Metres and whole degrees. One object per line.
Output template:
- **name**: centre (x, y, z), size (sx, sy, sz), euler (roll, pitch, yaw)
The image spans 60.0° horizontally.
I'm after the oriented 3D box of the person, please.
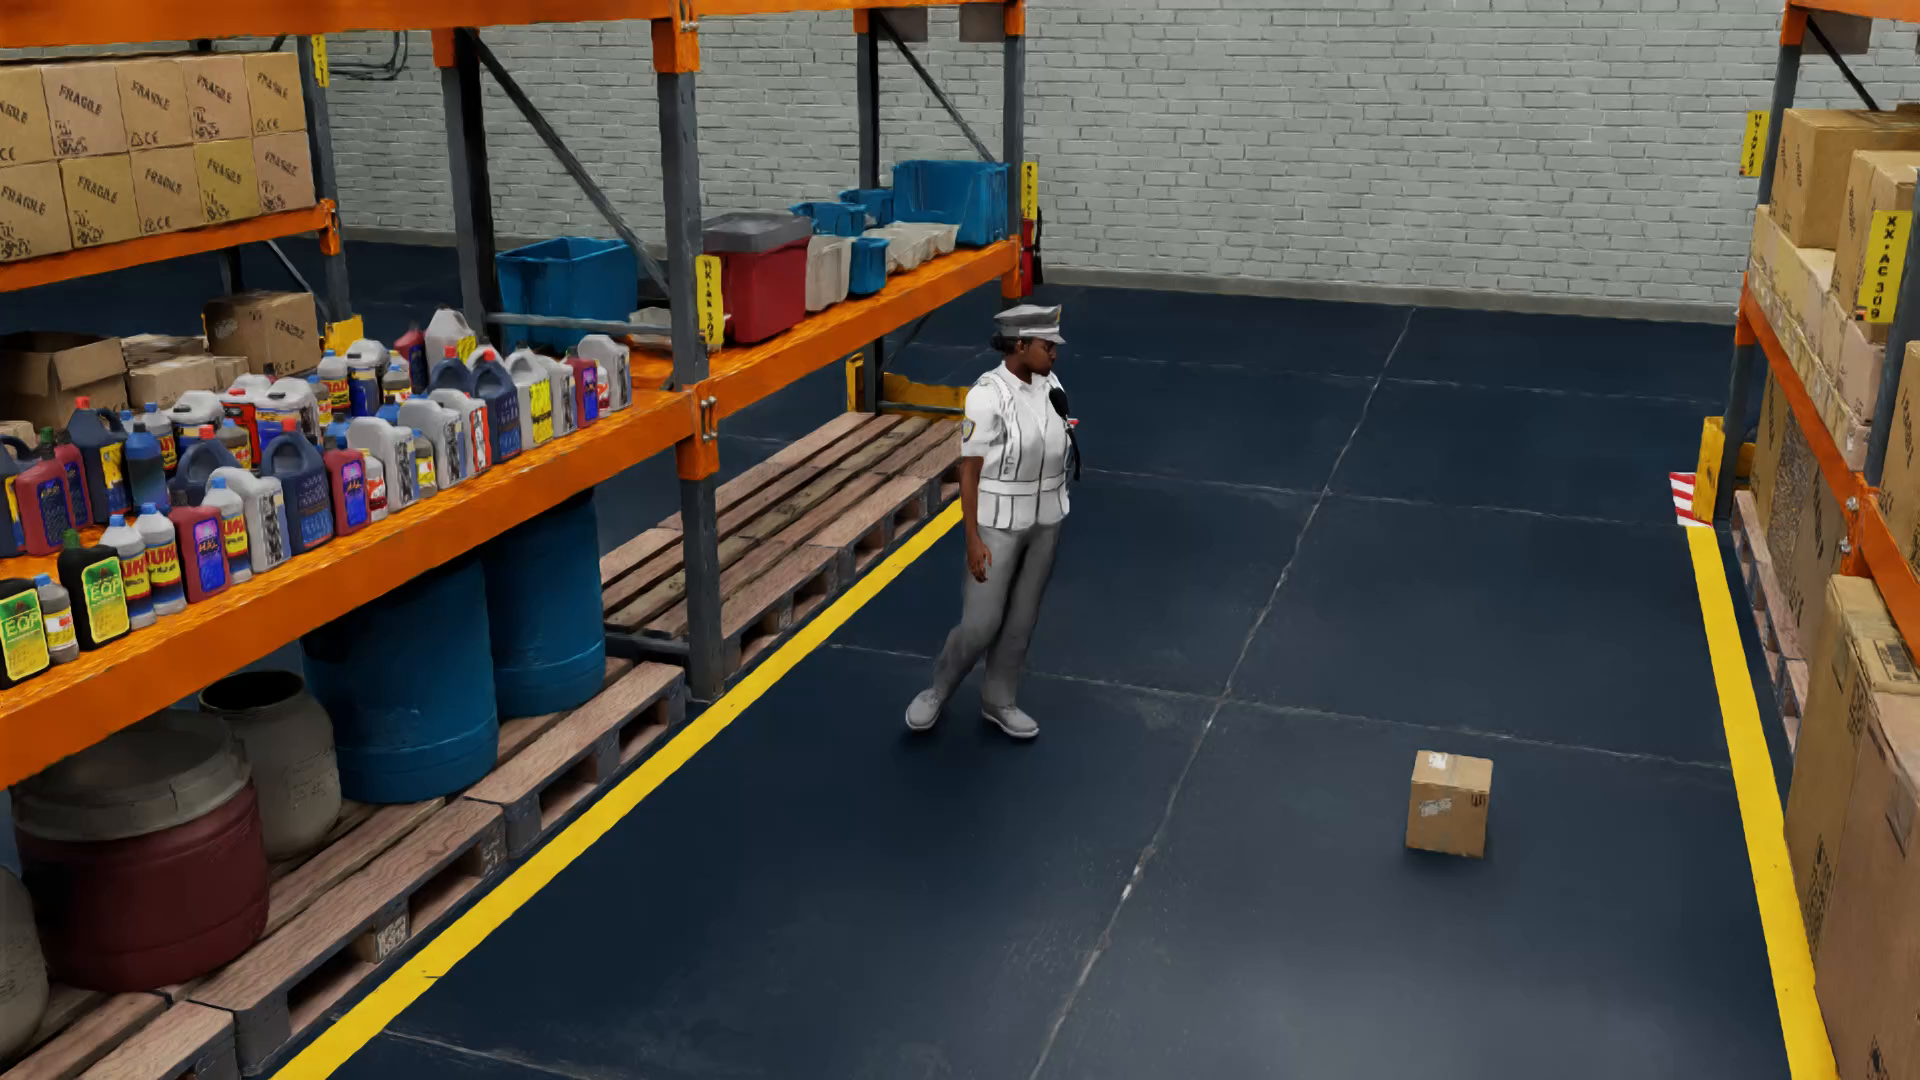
- **person**: centre (0.120, -0.050, 6.156), size (0.637, 1.657, 0.450), euler (-12, 22, -32)
